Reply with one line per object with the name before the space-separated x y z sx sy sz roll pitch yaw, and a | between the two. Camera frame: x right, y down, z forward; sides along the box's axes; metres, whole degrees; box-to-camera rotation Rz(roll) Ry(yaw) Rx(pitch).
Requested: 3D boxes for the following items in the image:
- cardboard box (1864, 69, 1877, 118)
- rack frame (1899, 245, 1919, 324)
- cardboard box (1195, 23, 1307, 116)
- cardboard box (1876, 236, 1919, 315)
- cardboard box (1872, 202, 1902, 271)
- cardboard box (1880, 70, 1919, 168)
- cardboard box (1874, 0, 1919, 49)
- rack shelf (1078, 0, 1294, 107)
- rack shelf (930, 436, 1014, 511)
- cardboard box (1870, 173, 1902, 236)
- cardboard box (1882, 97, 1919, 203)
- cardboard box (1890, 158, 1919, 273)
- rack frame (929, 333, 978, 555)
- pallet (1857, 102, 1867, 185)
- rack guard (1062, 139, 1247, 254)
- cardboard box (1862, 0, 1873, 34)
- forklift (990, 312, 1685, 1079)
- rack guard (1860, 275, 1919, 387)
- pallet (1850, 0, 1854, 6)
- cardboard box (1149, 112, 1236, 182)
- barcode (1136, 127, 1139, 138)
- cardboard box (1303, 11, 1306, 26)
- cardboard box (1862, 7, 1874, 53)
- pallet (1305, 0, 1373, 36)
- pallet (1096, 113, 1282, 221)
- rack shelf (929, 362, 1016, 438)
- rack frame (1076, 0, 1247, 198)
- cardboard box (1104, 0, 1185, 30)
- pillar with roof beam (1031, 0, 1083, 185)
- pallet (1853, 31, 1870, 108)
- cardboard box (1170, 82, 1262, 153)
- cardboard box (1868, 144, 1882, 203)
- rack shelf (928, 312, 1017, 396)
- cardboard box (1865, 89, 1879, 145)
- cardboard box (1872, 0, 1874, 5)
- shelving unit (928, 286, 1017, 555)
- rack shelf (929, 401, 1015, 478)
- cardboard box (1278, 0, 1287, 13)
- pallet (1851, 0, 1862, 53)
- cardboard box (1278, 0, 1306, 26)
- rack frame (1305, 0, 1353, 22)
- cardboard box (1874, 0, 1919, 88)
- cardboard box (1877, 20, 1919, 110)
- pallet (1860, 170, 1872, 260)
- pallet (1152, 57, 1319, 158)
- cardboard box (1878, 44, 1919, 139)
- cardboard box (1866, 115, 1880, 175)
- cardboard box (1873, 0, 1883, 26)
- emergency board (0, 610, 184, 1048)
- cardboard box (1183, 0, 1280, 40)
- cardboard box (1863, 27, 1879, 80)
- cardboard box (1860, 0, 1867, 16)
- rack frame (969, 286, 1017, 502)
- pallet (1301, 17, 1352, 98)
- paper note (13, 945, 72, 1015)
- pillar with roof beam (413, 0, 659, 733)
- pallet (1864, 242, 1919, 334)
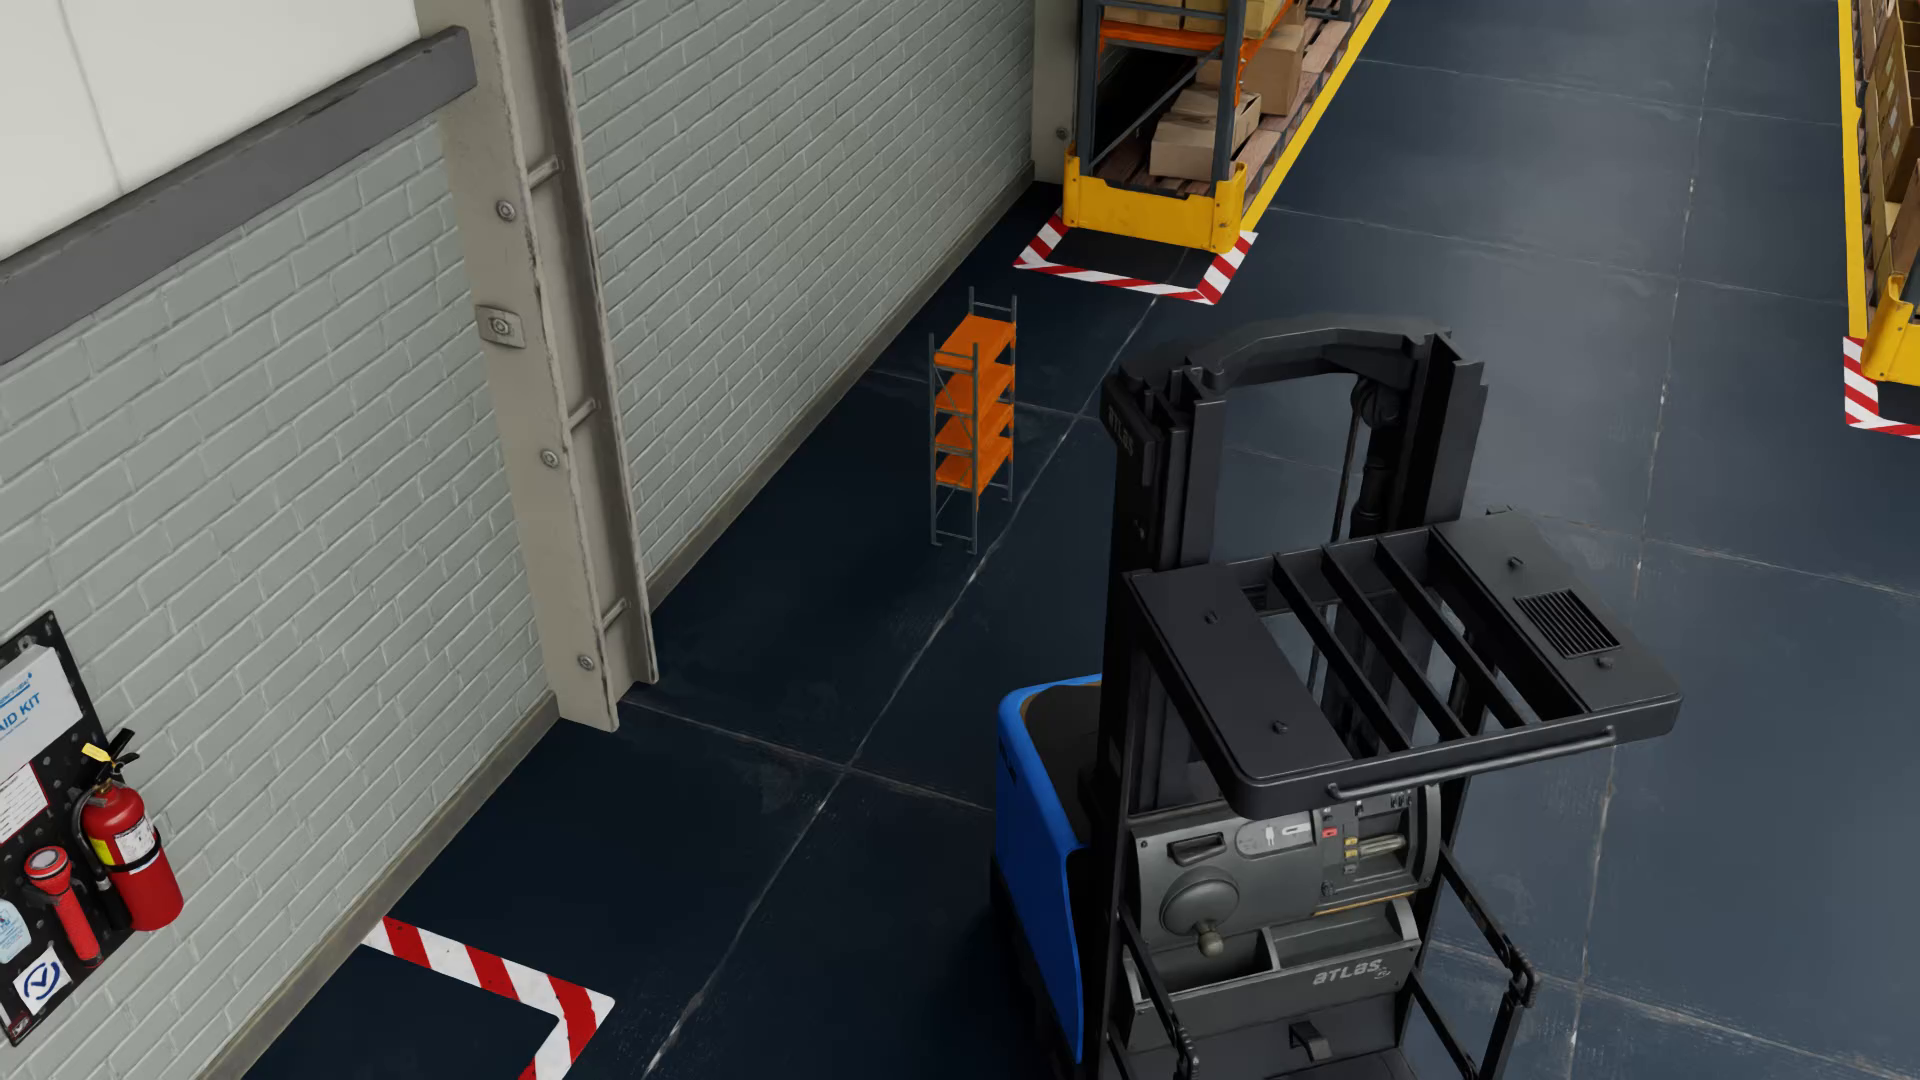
cardboard box | 6.890 -3.212 12.089 0.500 0.250 0.500 14 39 18
rack frame | 5.825 -2.118 8.680 1.000 3.000 0.127 14 39 18
cardboard box | 2.131 -3.493 12.239 0.700 0.500 0.500 11 38 15
cardboard box | 5.756 -1.549 9.865 0.500 0.250 0.500 14 39 18
cardboard box | 5.935 -1.829 10.239 0.500 0.250 0.500 14 39 18
cardboard box | 6.312 -2.684 10.756 0.500 0.500 0.500 14 39 18
cardboard box | 7.236 -3.914 12.560 0.500 0.311 0.500 14 39 18
rack shelf | 2.004 -4.064 11.884 1.077 0.370 4.000 14 39 18
rack shelf | 0.063 -0.359 8.274 0.258 0.148 0.480 14 39 18
cardboard box | 6.124 -2.106 10.610 0.500 0.250 0.500 14 39 18
cardboard box | 6.121 -2.407 10.386 0.500 0.500 0.500 14 39 18
cardboard box | 5.754 -1.850 9.641 0.500 0.500 0.500 14 39 18
rack frame | -0.030 -0.437 7.934 0.240 1.200 0.015 14 39 18
pallet | 7.006 -2.785 11.901 1.003 0.211 1.213 14 39 18
rack guard | 1.272 -2.285 10.992 1.175 0.500 0.348 14 39 18
cardboard box | 7.625 -4.258 13.489 0.500 0.250 0.500 15 39 19
forklift | 1.000 0.992 4.576 1.130 2.935 3.031 -9 38 -12
rack guard | 5.816 -1.104 9.411 1.175 0.500 0.348 14 39 18
pallet | 8.520 -4.984 14.843 1.003 0.211 1.213 14 39 18
cardboard box | 1.589 -2.706 11.345 0.500 0.311 0.500 10 38 13
barcode | 1.226 -2.811 11.478 0.001 0.075 0.075 14 39 18
cardboard box | 2.589 -4.198 13.461 0.380 0.166 0.250 9 38 12
cardboard box | 7.431 -3.975 13.110 0.500 0.250 0.500 13 39 17
pallet | 3.060 -4.774 14.562 1.003 0.211 1.213 14 39 18
pallet | 1.613 -2.612 11.669 1.003 0.211 1.213 14 39 18
rack shelf | 0.063 -0.698 8.021 0.258 0.148 0.480 14 39 18
rack frame | 1.243 -3.245 10.187 1.000 3.000 0.127 14 39 18
cardboard box | 1.241 -3.496 10.631 0.500 0.250 0.500 14 39 18
pillar with roof beam | 4.690 -5.251 7.861 9.100 9.000 0.400 14 39 18
pallet | 7.591 -3.633 13.035 1.003 0.211 1.213 14 39 18
cardboard box | 1.806 -3.022 11.768 0.500 0.311 0.500 17 40 21
cardboard box | 6.316 -2.383 10.980 0.500 0.250 0.500 14 39 18
rack shelf | 0.063 -0.887 7.880 0.258 0.148 0.480 14 39 18
cardboard box | 6.695 -2.936 11.721 0.500 0.250 0.500 14 39 18
cardboard box | 7.620 -4.479 13.316 0.500 0.311 0.500 14 39 18
shelving unit | 0.063 -0.572 8.115 0.258 1.200 0.503 14 39 18
rack shelf | 0.063 -0.518 8.155 0.258 0.148 0.480 14 39 18
cardboard box | 1.906 -3.681 10.880 0.500 0.250 0.500 13 39 16
pallet | 8.054 -4.311 13.942 1.003 0.211 1.213 14 39 18
cardboard box | 2.407 -4.050 12.986 0.500 0.500 0.500 11 38 14
rack frame | 2.765 -5.459 13.150 1.000 3.000 0.127 14 39 18
cardboard box | 6.881 -3.515 11.868 0.500 0.500 0.500 14 39 18
cardboard box | 6.698 -3.236 11.495 0.500 0.500 0.500 14 39 18
pallet | 6.543 -2.107 10.995 1.003 0.211 1.213 14 39 18
pallet | 2.079 -3.285 12.570 1.003 0.211 1.213 14 39 18
cardboard box | 6.501 -2.961 11.127 0.500 0.500 0.500 14 39 18
cardboard box | 6.500 -2.661 11.352 0.500 0.250 0.500 14 39 18
cardboard box | 7.428 -4.203 12.947 0.500 0.311 0.500 15 39 19
emergency board | -2.549 0.852 4.706 0.194 1.169 0.643 14 39 18
cardboard box | 1.722 -3.390 10.491 0.500 0.250 0.500 13 39 16
cardboard box | 7.237 -3.695 12.736 0.500 0.250 0.500 13 39 17
cardboard box | 7.820 -4.540 13.866 0.500 0.250 0.500 15 39 19
rack frame | 0.156 -0.707 8.296 0.240 1.200 0.015 14 39 18
pallet | 2.542 -3.962 13.476 1.003 0.211 1.213 14 39 18
paper note | -2.681 1.287 4.859 0.016 0.148 0.142 14 39 18
pillar with roof beam | 2.407 -1.930 3.417 9.100 9.000 0.400 14 39 18
pallet | 6.077 -1.434 10.094 1.003 0.211 1.213 14 39 18
